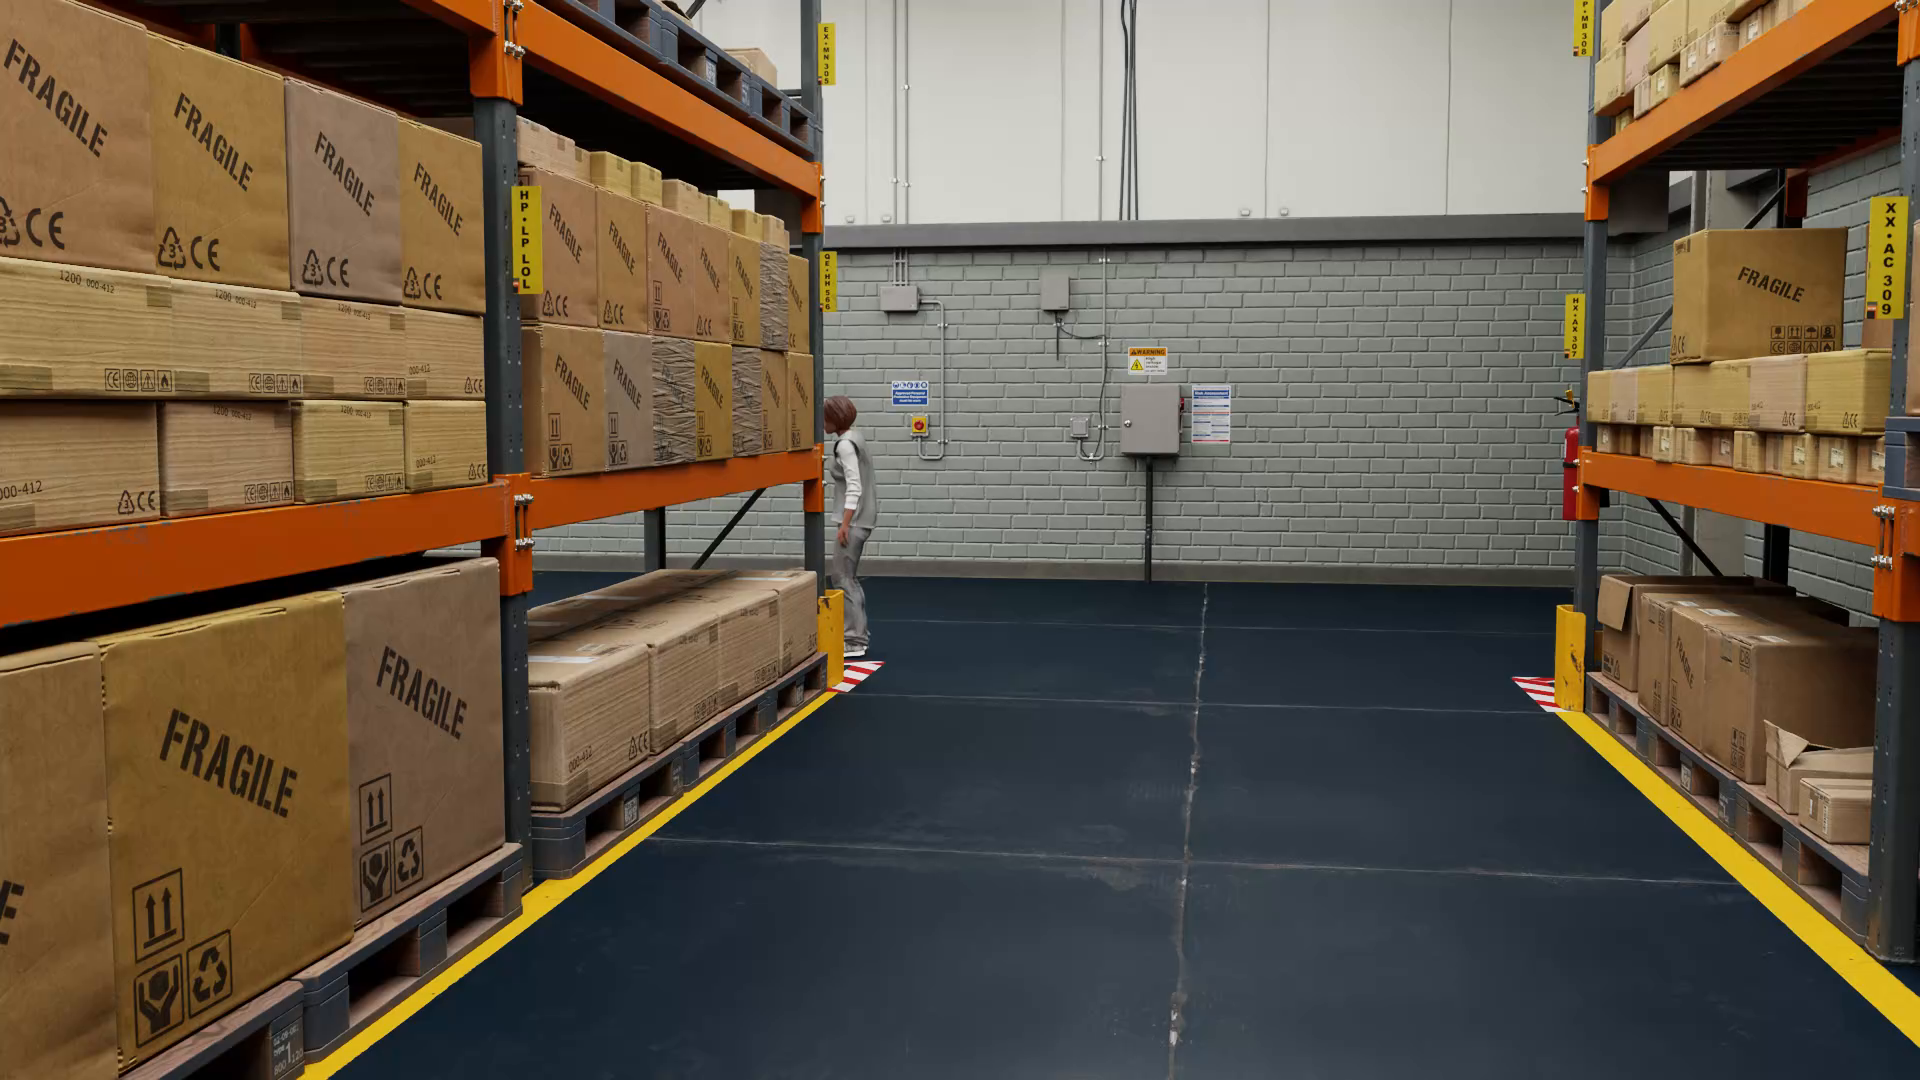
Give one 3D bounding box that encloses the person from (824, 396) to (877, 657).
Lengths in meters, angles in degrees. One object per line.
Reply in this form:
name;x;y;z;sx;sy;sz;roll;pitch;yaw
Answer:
person;-0.680;-0.084;10.171;0.347;1.590;0.472;0;5;-1
